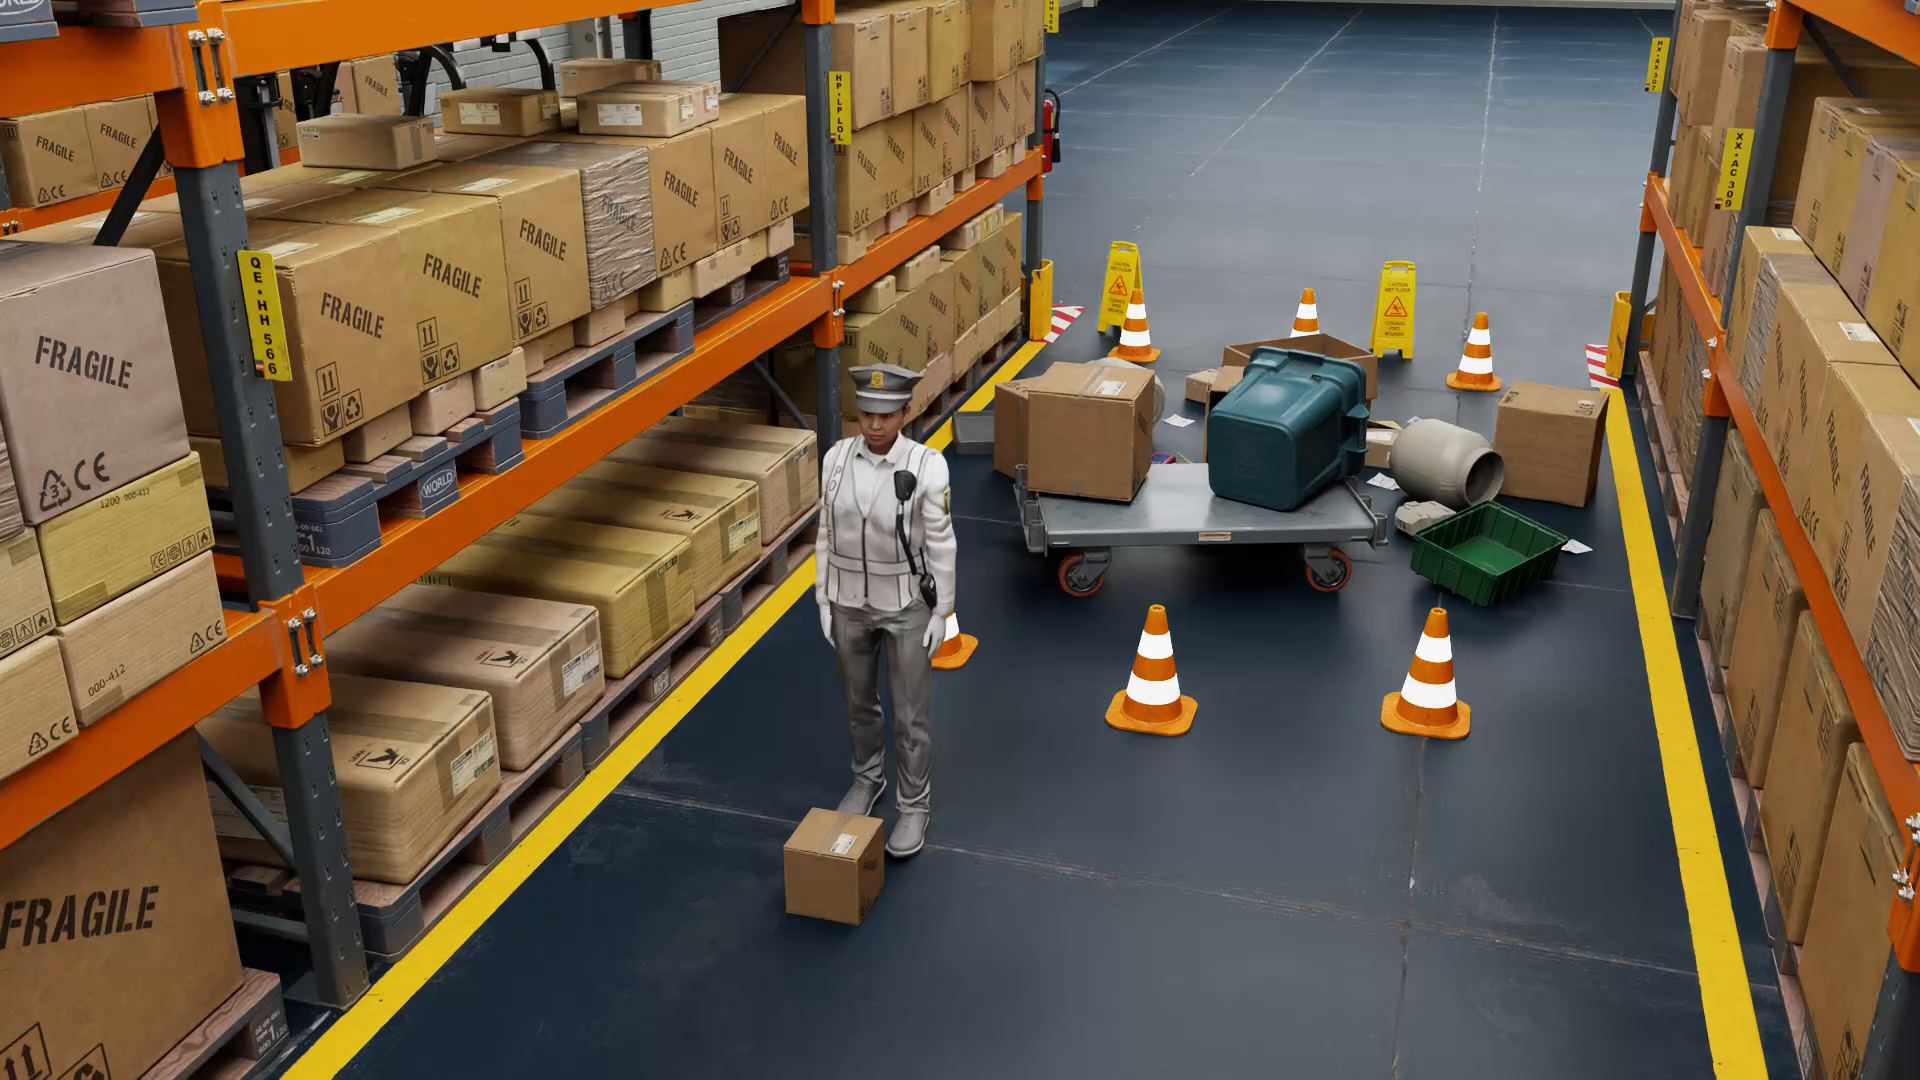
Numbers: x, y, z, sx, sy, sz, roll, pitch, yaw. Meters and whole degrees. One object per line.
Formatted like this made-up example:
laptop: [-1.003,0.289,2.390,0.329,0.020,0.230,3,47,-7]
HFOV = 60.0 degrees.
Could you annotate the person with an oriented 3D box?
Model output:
person: [-0.251,0.226,5.526,0.474,1.698,0.431,7,23,16]
